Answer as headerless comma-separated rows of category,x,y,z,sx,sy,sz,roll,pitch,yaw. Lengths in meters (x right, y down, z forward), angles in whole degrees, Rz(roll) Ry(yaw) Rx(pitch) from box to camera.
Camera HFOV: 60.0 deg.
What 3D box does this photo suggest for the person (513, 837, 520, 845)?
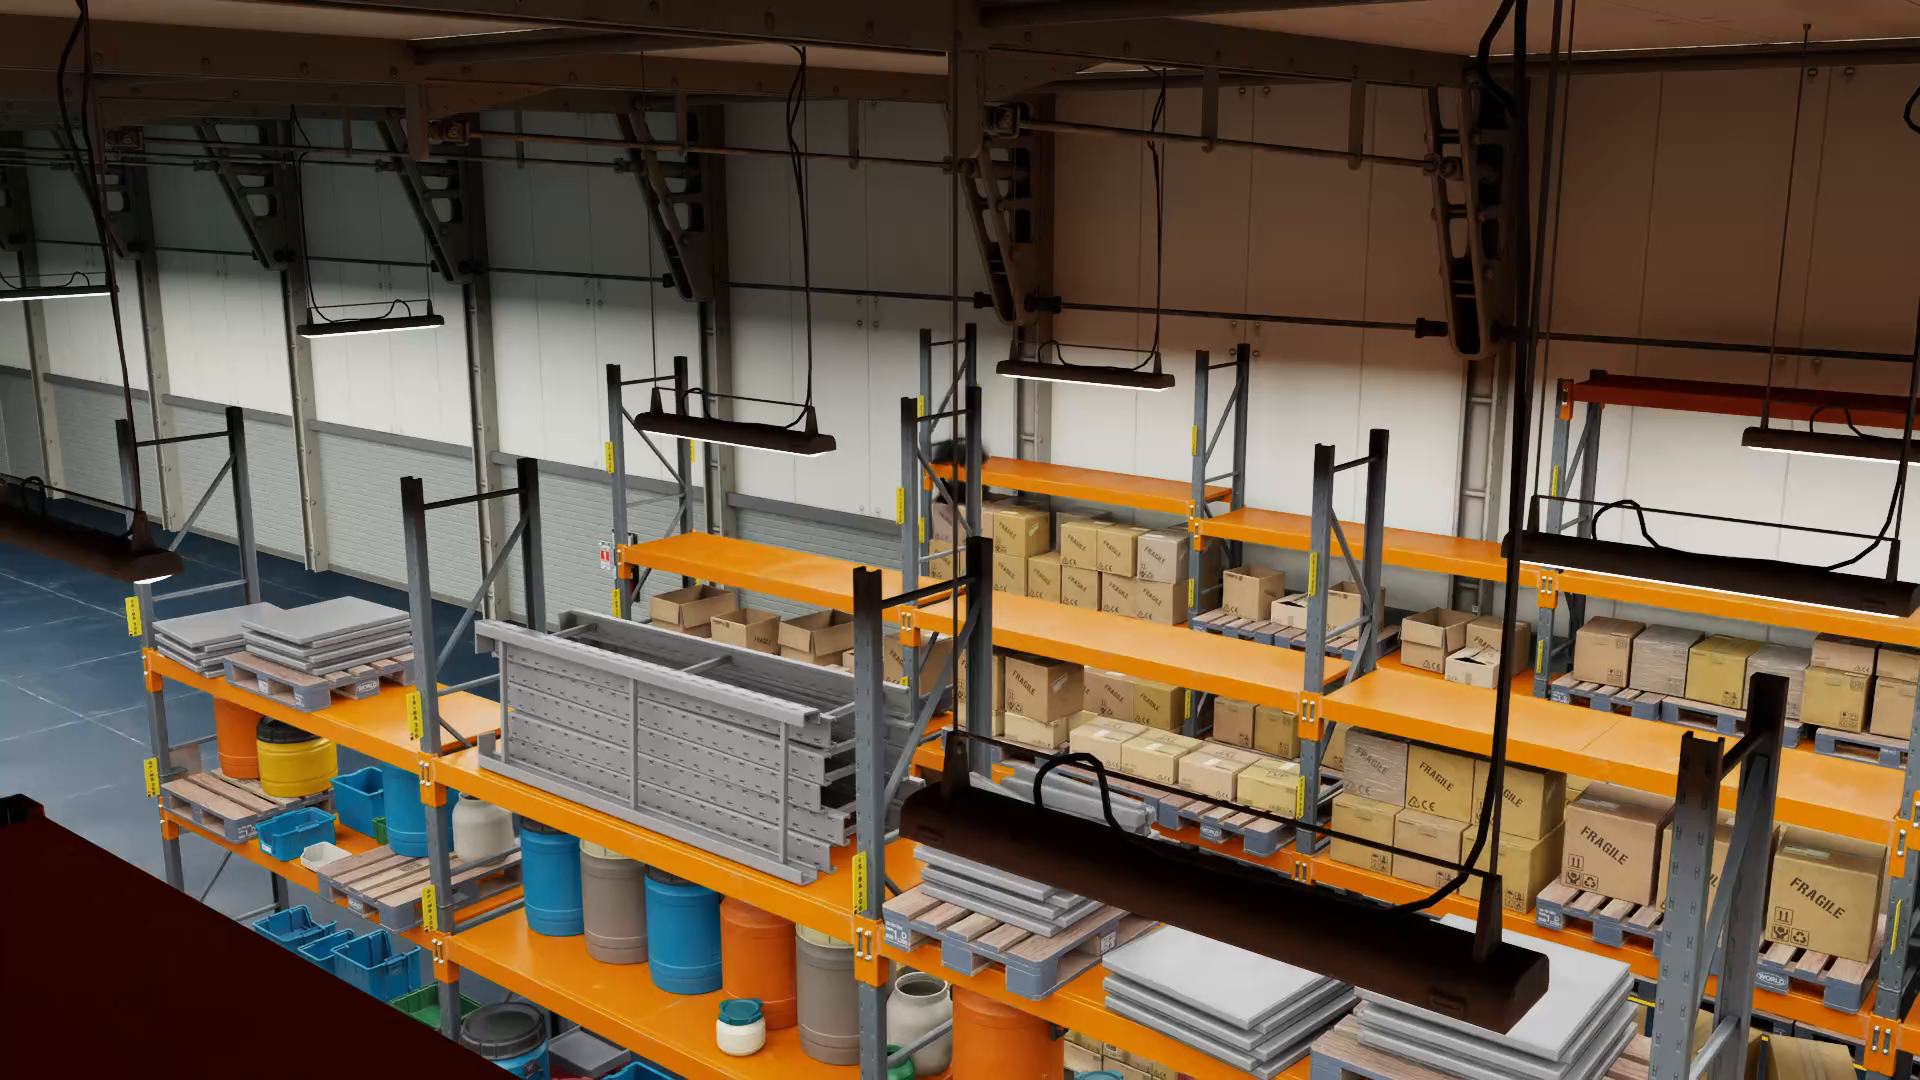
person,-5.488,2.964,19.020,0.874,1.753,0.658,-4,13,-17
